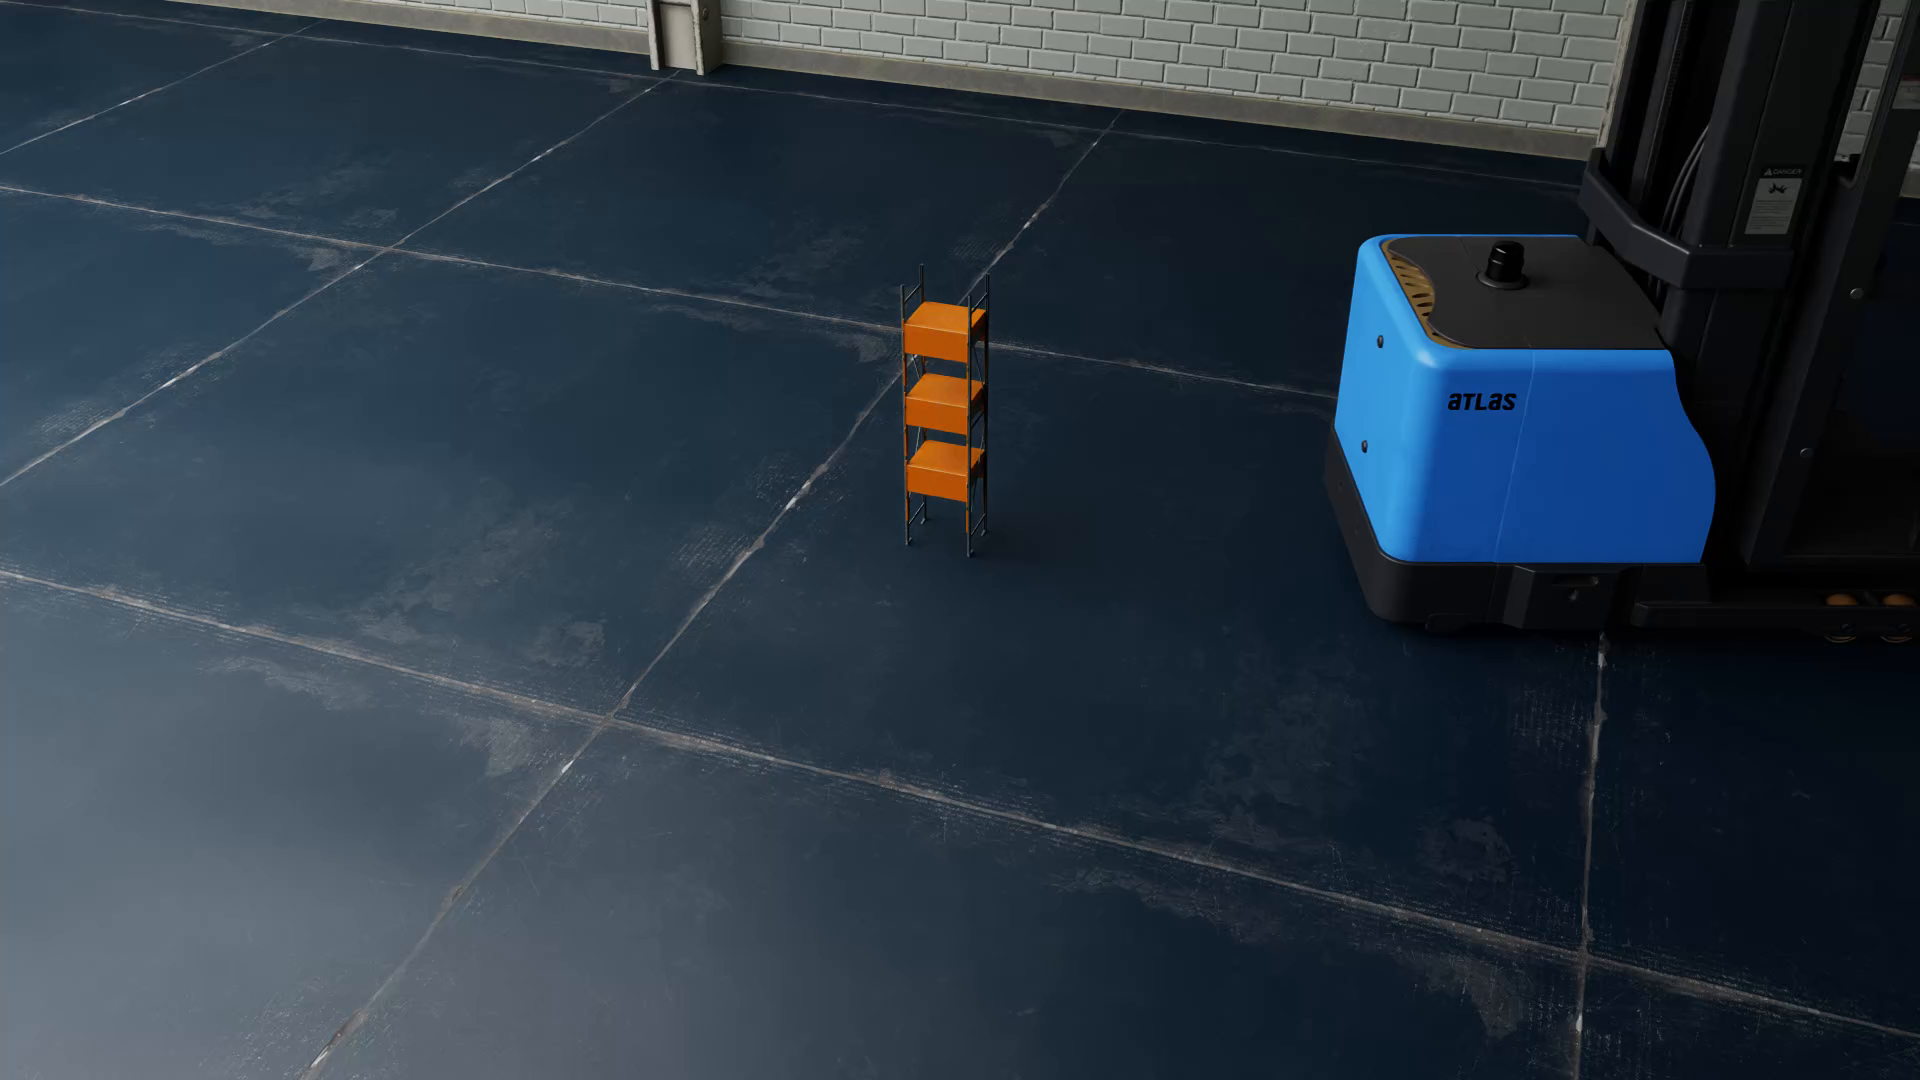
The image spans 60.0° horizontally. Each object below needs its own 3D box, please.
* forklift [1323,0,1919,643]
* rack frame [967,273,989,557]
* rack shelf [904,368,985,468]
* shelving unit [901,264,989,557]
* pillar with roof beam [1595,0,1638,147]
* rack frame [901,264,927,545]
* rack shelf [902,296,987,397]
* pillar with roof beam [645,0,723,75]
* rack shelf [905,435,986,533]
[{"bbox_3d":[2.928,-1.169,5.359,3.031,2.935,1.130,0,33,0],"label":"forklift"},{"bbox_3d":[0.064,-0.429,5.946,0.008,1.050,0.200,11,34,16],"label":"rack frame"},{"bbox_3d":[-0.050,-0.442,5.986,0.240,0.259,0.215,11,34,16],"label":"rack shelf"},{"bbox_3d":[-0.050,-0.451,5.980,0.252,1.050,0.215,11,34,16],"label":"shelving unit"},{"bbox_3d":[2.366,-3.682,3.656,0.400,9.000,9.100,11,34,16],"label":"pillar with roof beam"},{"bbox_3d":[-0.165,-0.473,6.015,0.008,1.050,0.200,11,34,16],"label":"rack frame"},{"bbox_3d":[-0.050,-0.680,5.832,0.240,0.259,0.215,11,34,16],"label":"rack shelf"},{"bbox_3d":[-3.282,-4.780,5.357,0.400,9.000,9.100,11,34,16],"label":"pillar with roof beam"},{"bbox_3d":[-0.050,-0.208,6.137,0.240,0.259,0.215,11,34,16],"label":"rack shelf"}]
